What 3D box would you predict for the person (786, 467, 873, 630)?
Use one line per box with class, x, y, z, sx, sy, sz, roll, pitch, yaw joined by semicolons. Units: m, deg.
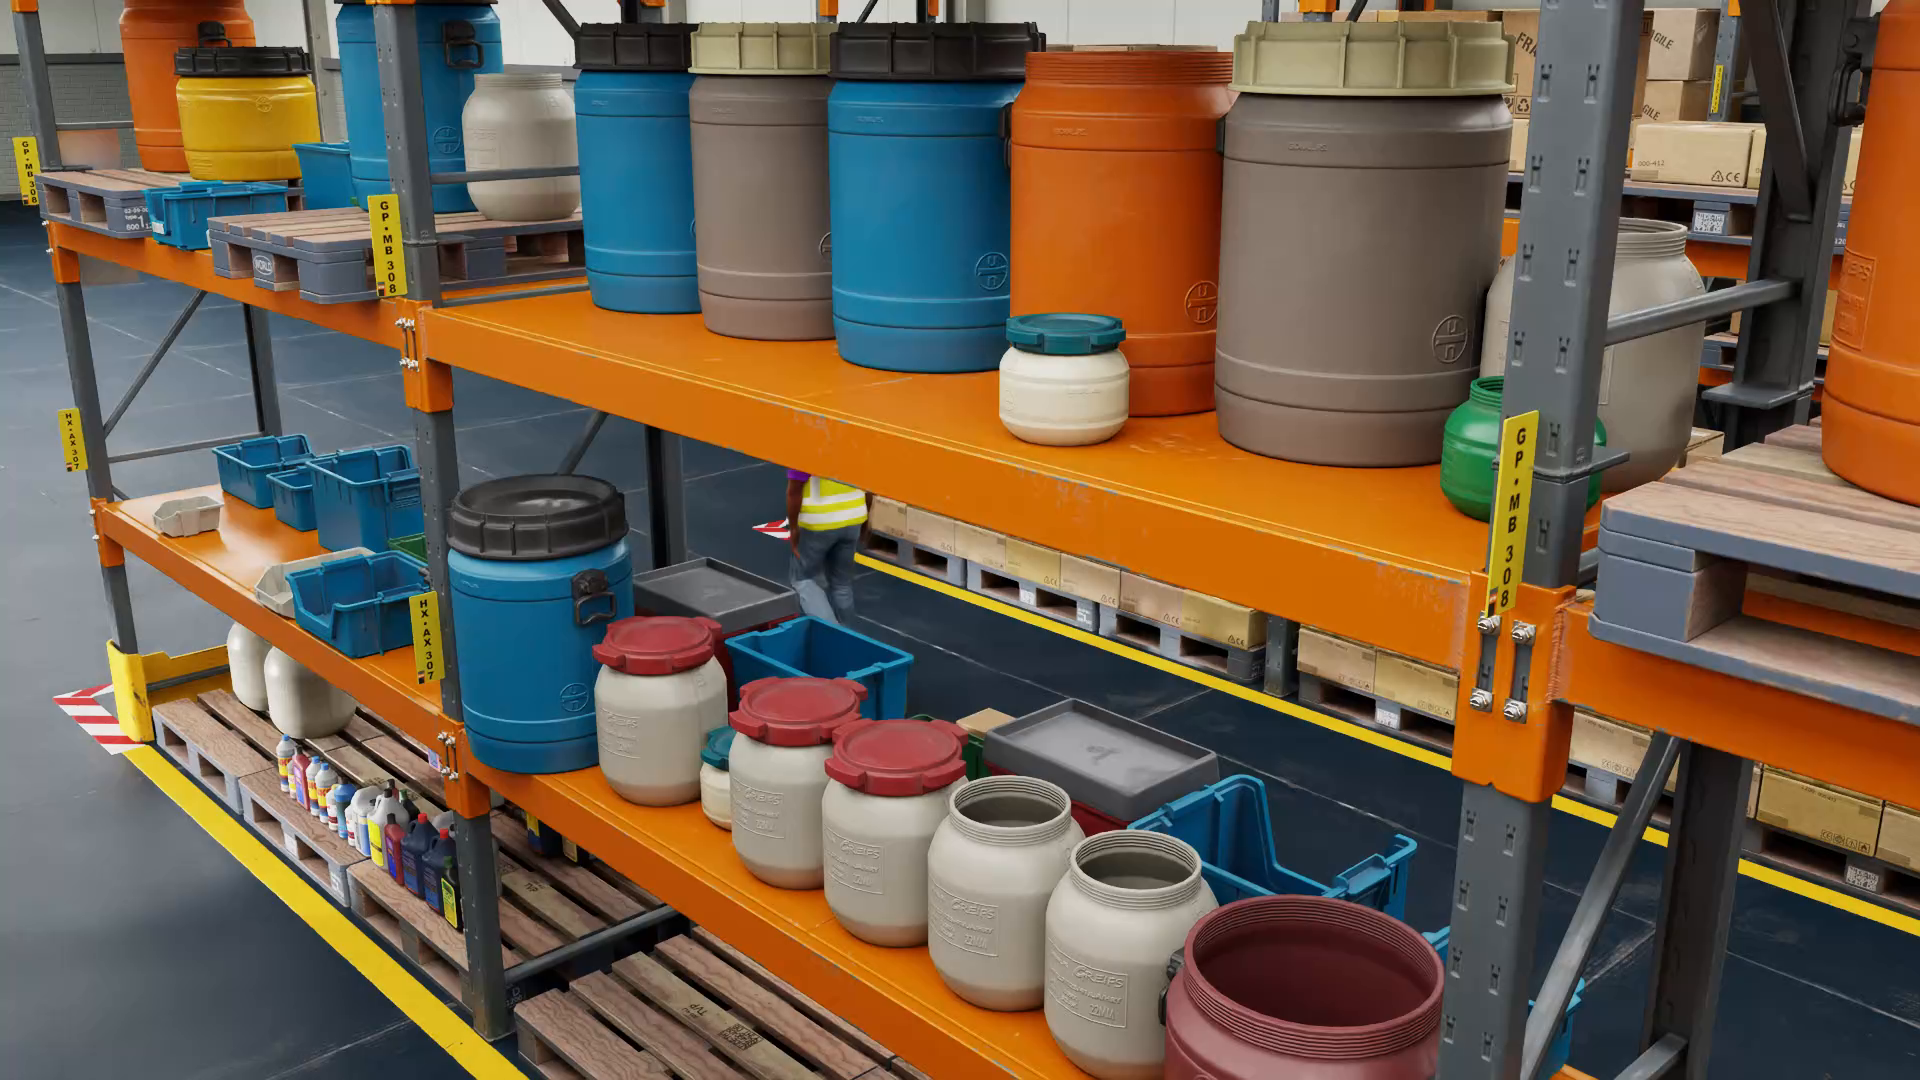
person;-0.743;-0.089;9.708;0.581;1.758;0.523;-9;19;-27
